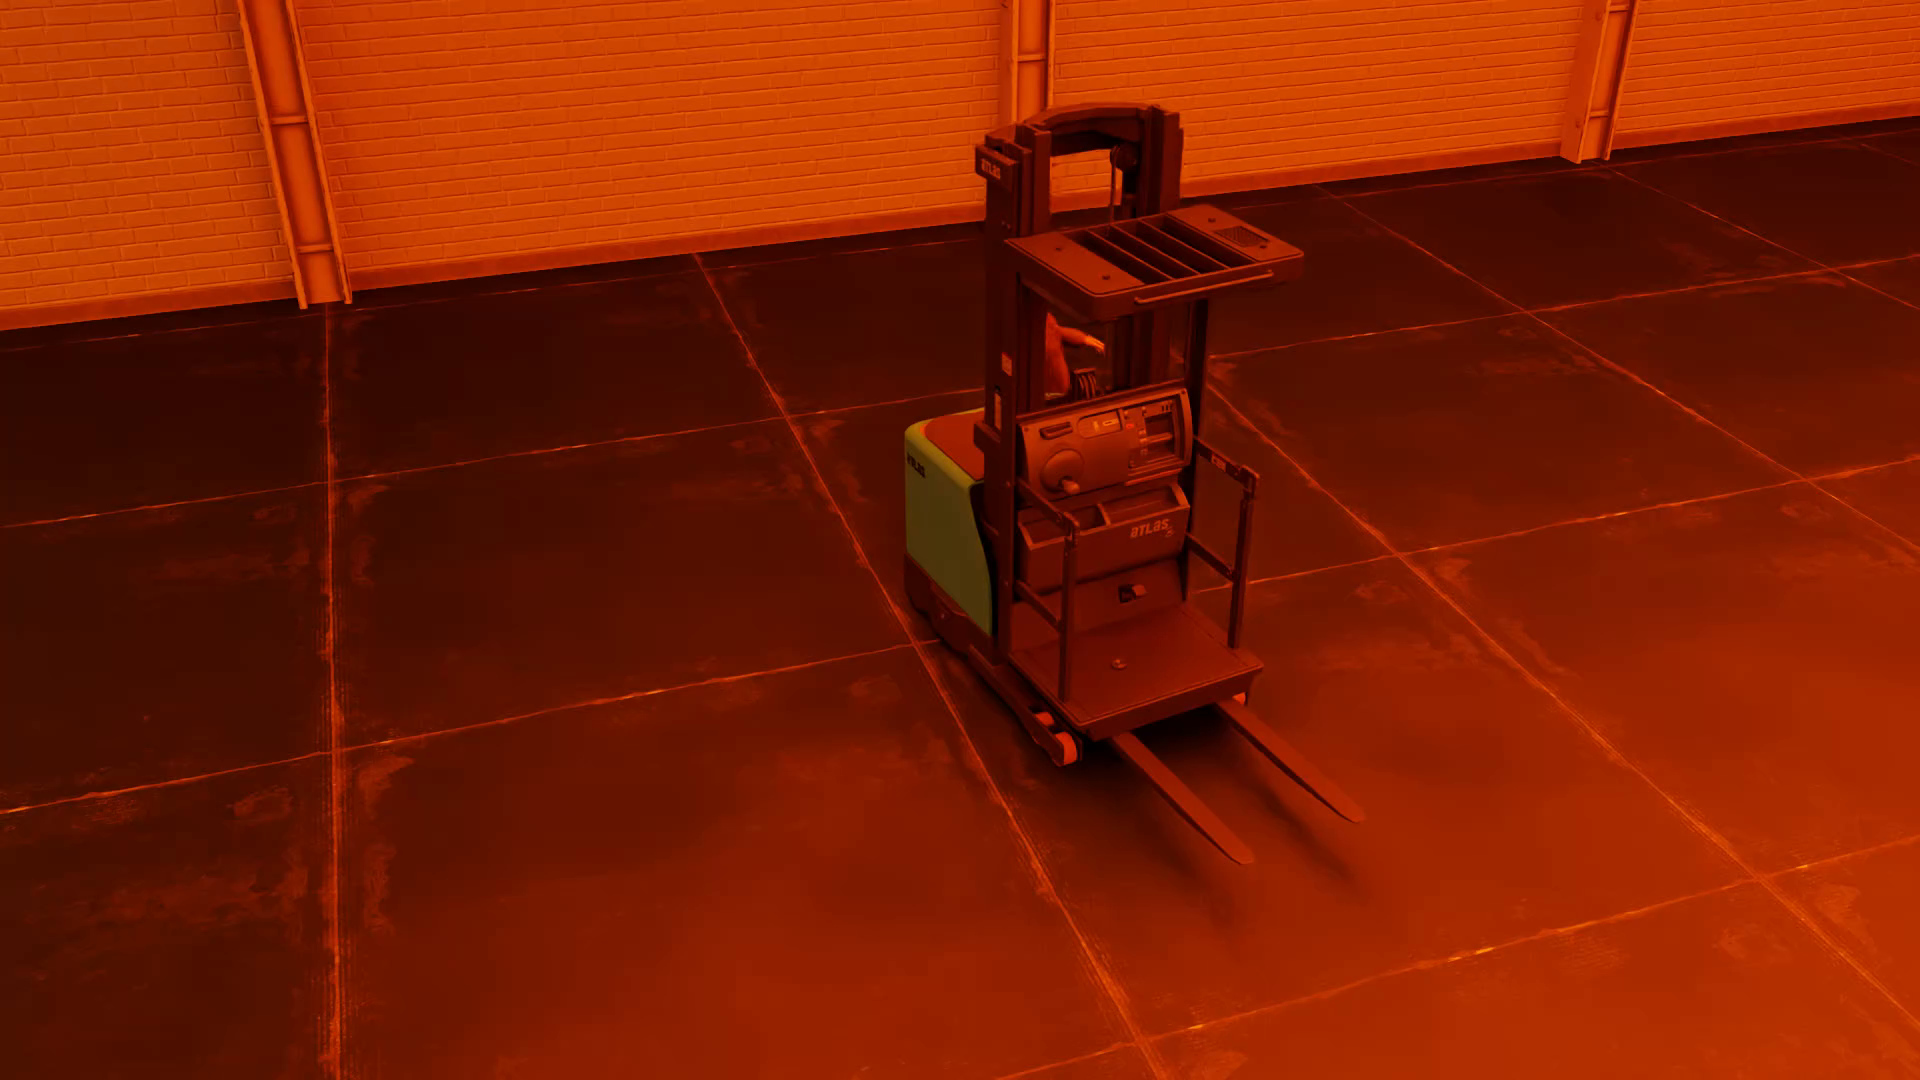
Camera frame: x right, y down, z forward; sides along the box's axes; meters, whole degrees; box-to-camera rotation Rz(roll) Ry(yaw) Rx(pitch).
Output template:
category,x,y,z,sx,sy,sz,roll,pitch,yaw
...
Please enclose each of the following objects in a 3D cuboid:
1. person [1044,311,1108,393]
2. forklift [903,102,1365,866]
category,x,y,z,sx,sy,sz,roll,pitch,yaw
person,0.528,-0.823,9.789,0.949,1.685,0.783,-22,36,-33
forklift,0.813,-0.424,7.823,1.130,2.935,3.031,-15,33,-24
